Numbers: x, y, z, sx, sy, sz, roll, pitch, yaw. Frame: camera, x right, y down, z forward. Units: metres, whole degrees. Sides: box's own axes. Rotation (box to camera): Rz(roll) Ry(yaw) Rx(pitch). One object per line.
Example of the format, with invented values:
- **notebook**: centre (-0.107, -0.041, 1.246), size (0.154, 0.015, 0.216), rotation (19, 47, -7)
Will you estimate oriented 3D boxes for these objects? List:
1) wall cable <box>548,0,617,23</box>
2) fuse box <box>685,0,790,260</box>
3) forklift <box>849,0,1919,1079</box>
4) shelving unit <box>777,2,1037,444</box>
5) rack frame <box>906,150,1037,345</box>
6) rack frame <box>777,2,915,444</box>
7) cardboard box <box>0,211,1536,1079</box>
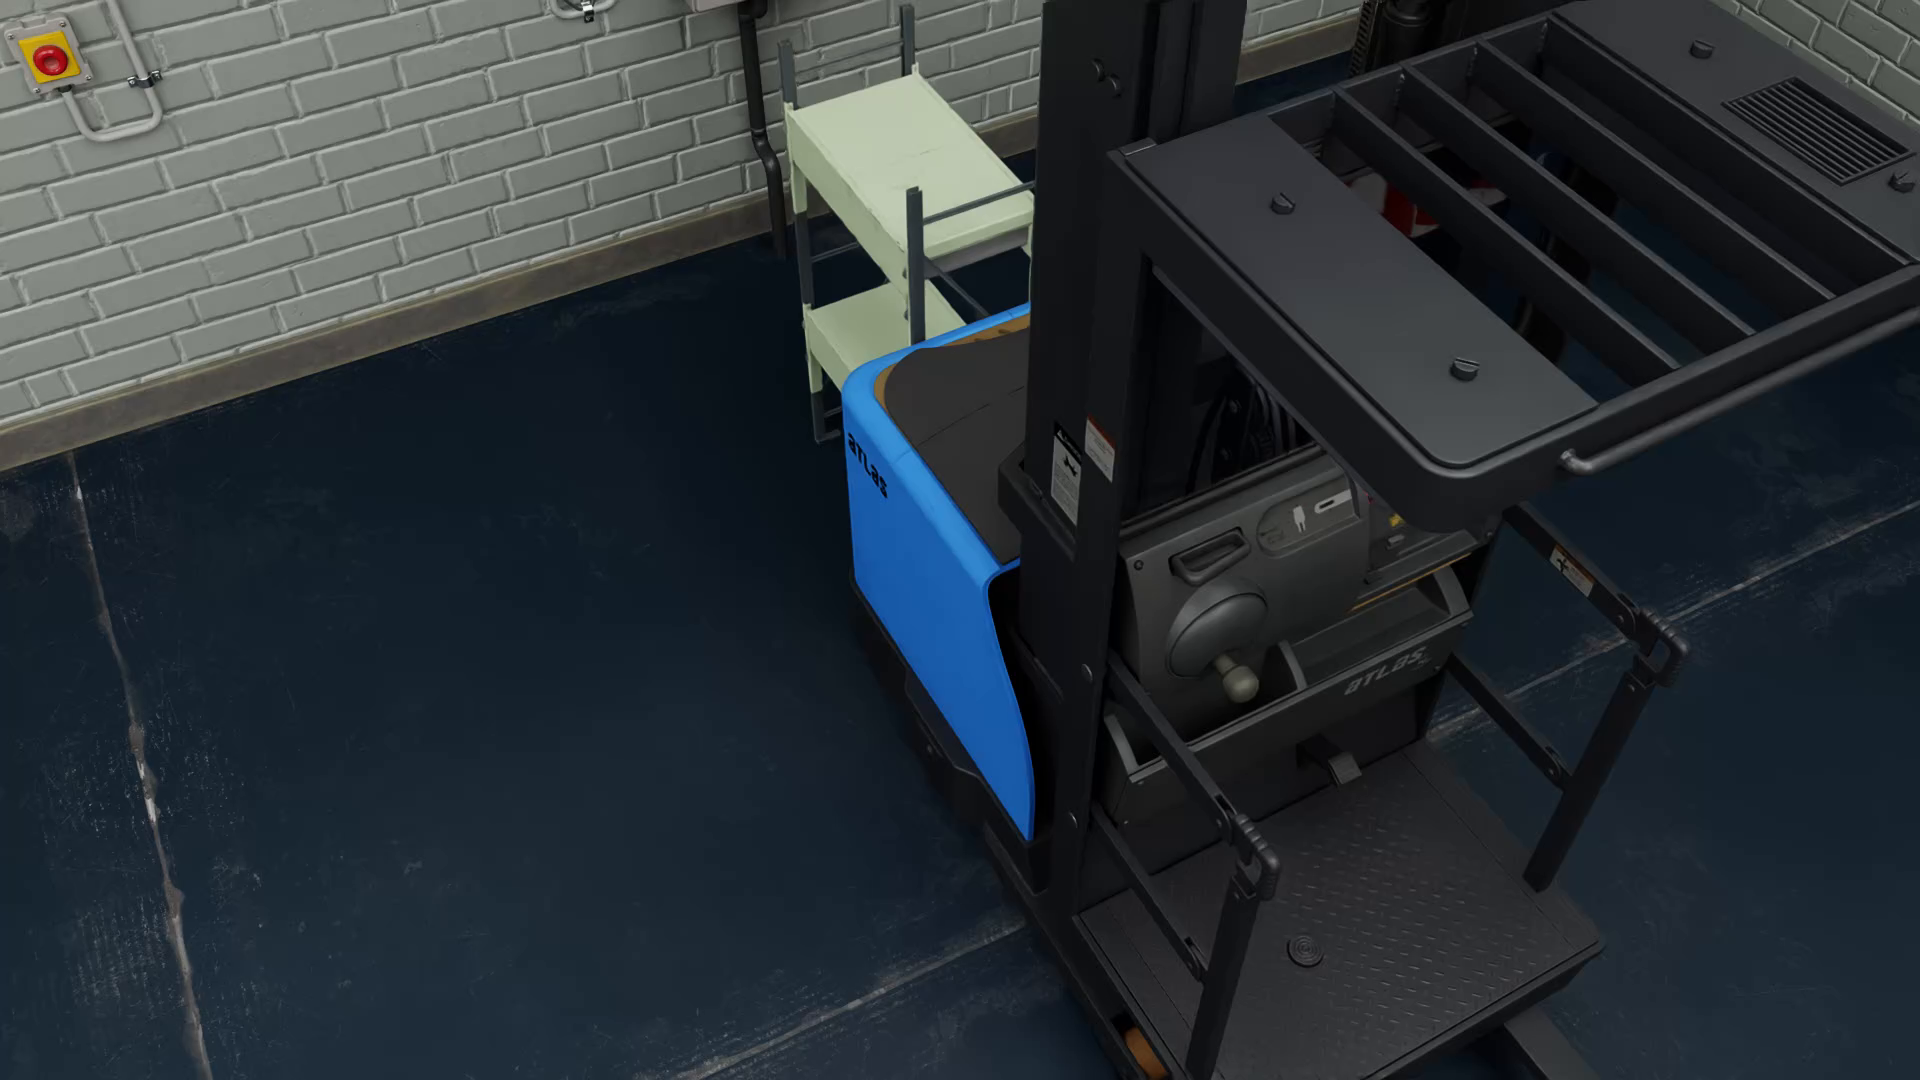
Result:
- **wall cable**: centre (-1.302, -2.241, 4.542), size (0.588, 1.984, 0.122), rotation (-21, 52, -18)
- **fuse box**: centre (-0.623, -1.612, 5.523), size (0.539, 1.711, 0.414), rotation (-21, 52, -18)
- **forklift**: centre (0.853, 0.174, 3.210), size (1.107, 2.843, 2.937), rotation (-23, 53, -19)
- **shelving unit**: centre (-0.128, -0.654, 4.825), size (0.400, 1.500, 0.755), rotation (-23, 53, -19)
- **rack frame**: centre (0.050, -0.413, 4.615), size (0.400, 1.500, 0.023), rotation (-23, 53, -19)
- **rack frame**: centre (-0.305, -0.895, 5.036), size (0.400, 1.500, 0.023), rotation (-23, 53, -19)
- **cardboard box**: centre (0.162, 3.641, 1.036), size (6.103, 1.550, 13.522), rotation (-22, 52, -18)
